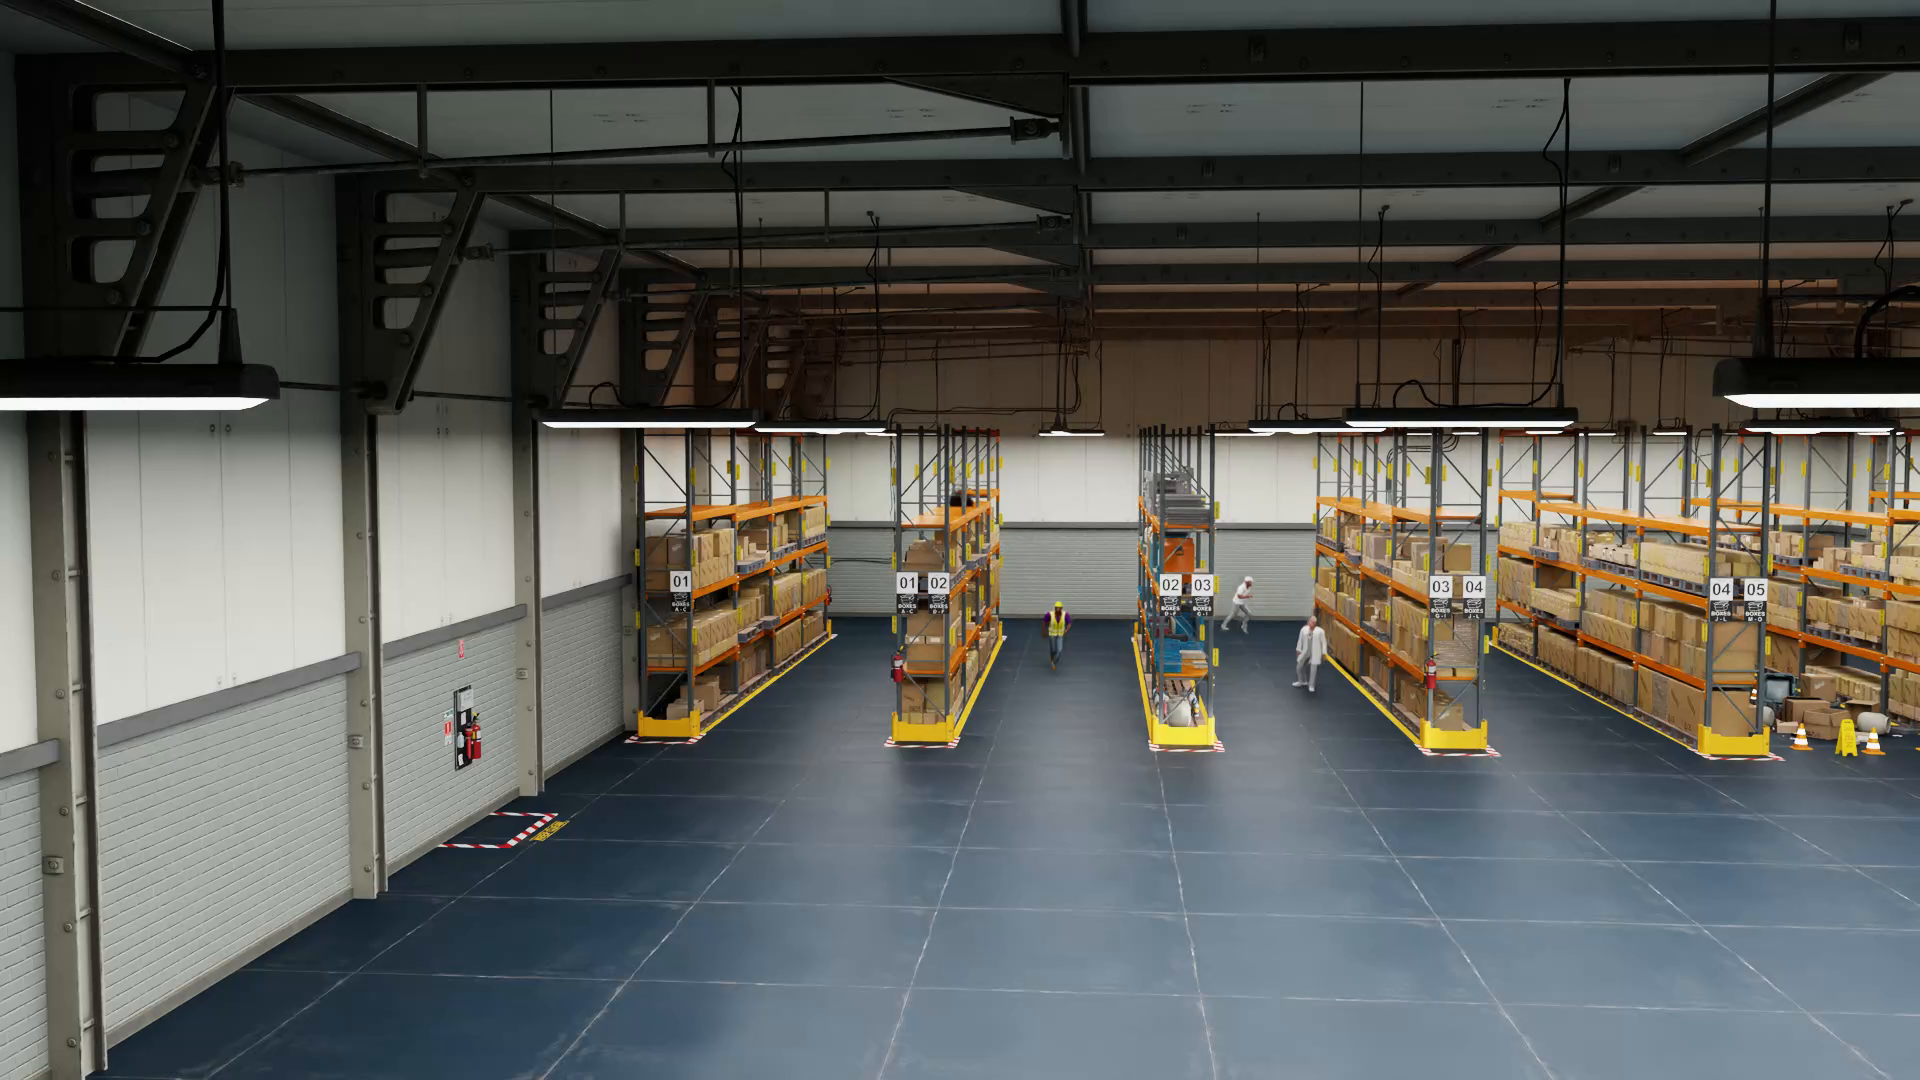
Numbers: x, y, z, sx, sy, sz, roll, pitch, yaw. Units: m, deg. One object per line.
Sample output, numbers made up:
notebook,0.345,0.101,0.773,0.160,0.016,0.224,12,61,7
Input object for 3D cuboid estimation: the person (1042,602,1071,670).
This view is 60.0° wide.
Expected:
person,2.402,2.365,41.333,0.691,1.697,0.690,-1,4,-10

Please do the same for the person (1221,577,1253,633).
person,8.221,1.927,49.136,0.993,1.730,0.759,2,4,28

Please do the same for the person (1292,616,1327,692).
person,7.934,2.560,37.722,0.902,1.721,0.624,2,4,30

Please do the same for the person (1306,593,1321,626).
person,10.398,1.952,47.892,0.962,1.664,0.602,3,4,38
